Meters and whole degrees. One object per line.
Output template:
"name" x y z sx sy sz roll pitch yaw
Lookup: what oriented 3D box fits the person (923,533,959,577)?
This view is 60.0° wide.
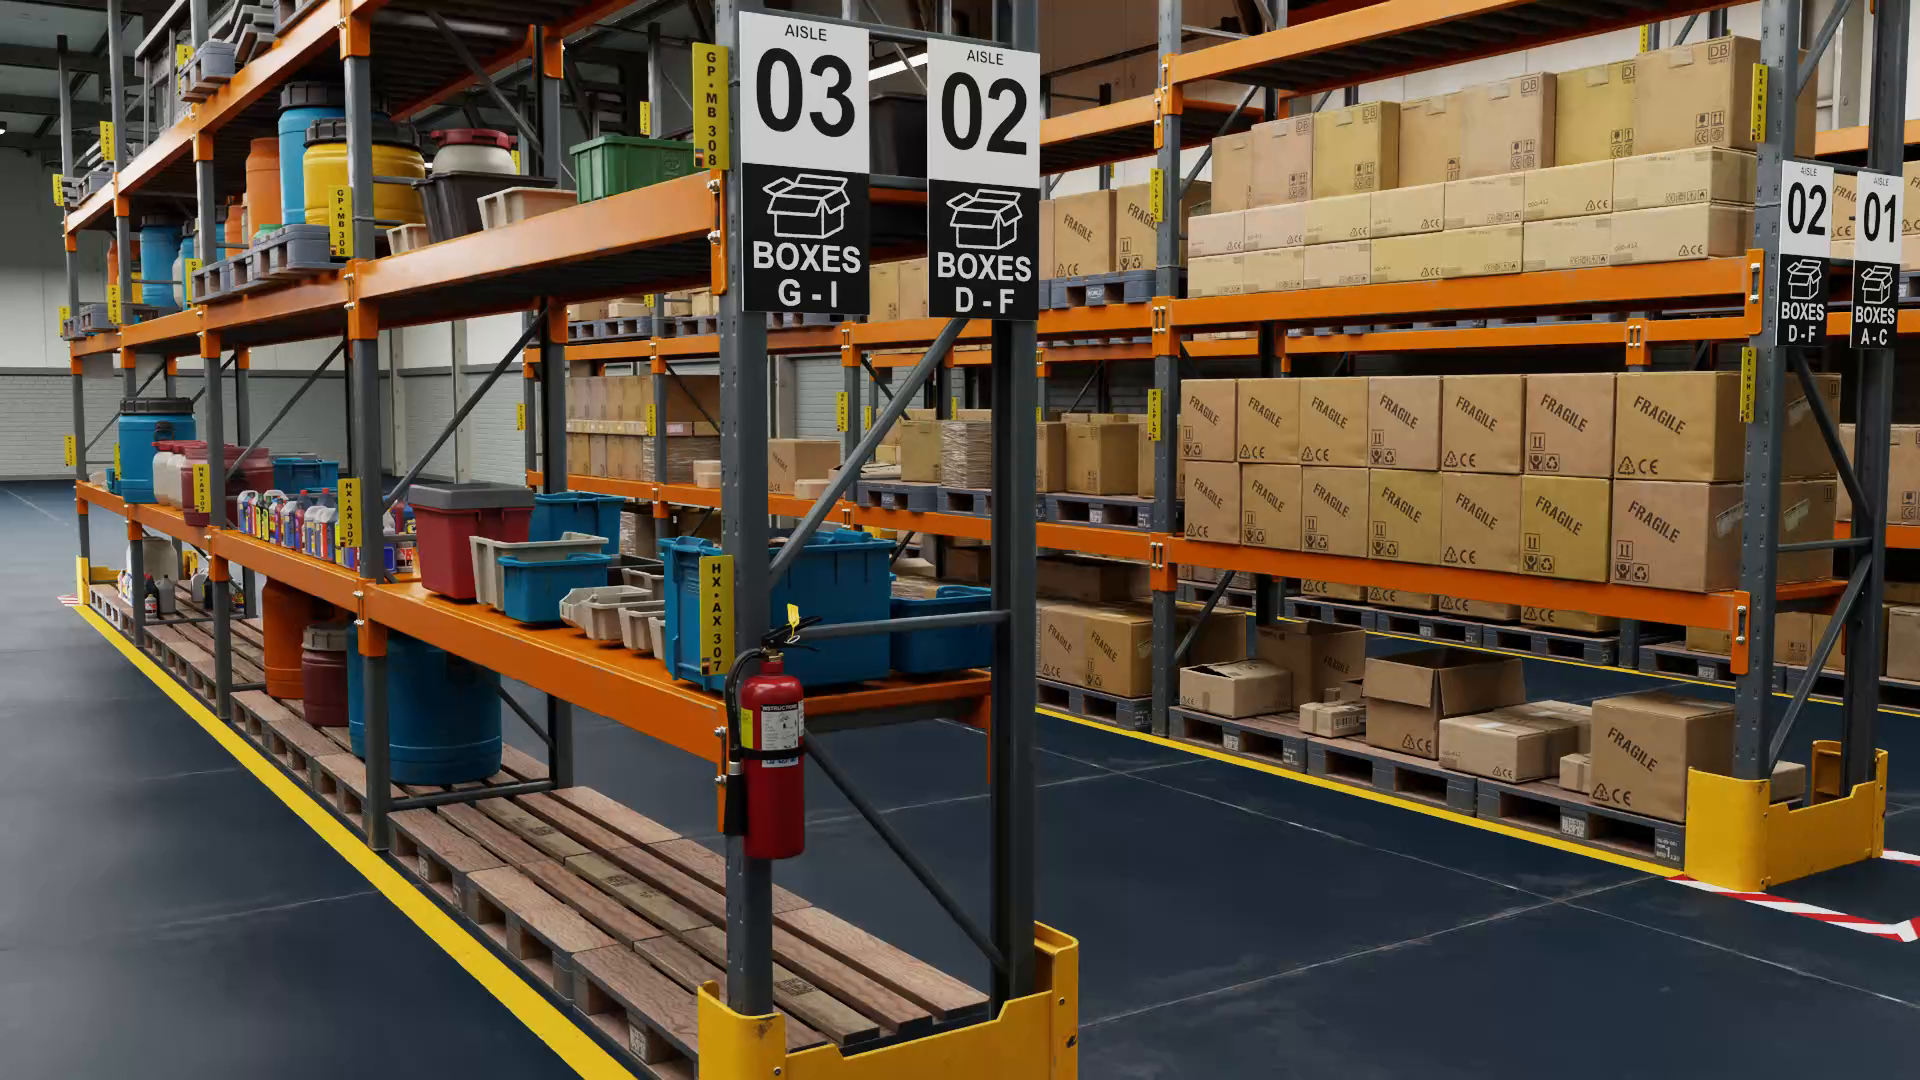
"person" -0.122 -0.028 16.468 0.416 1.663 0.544 -3 6 -35
